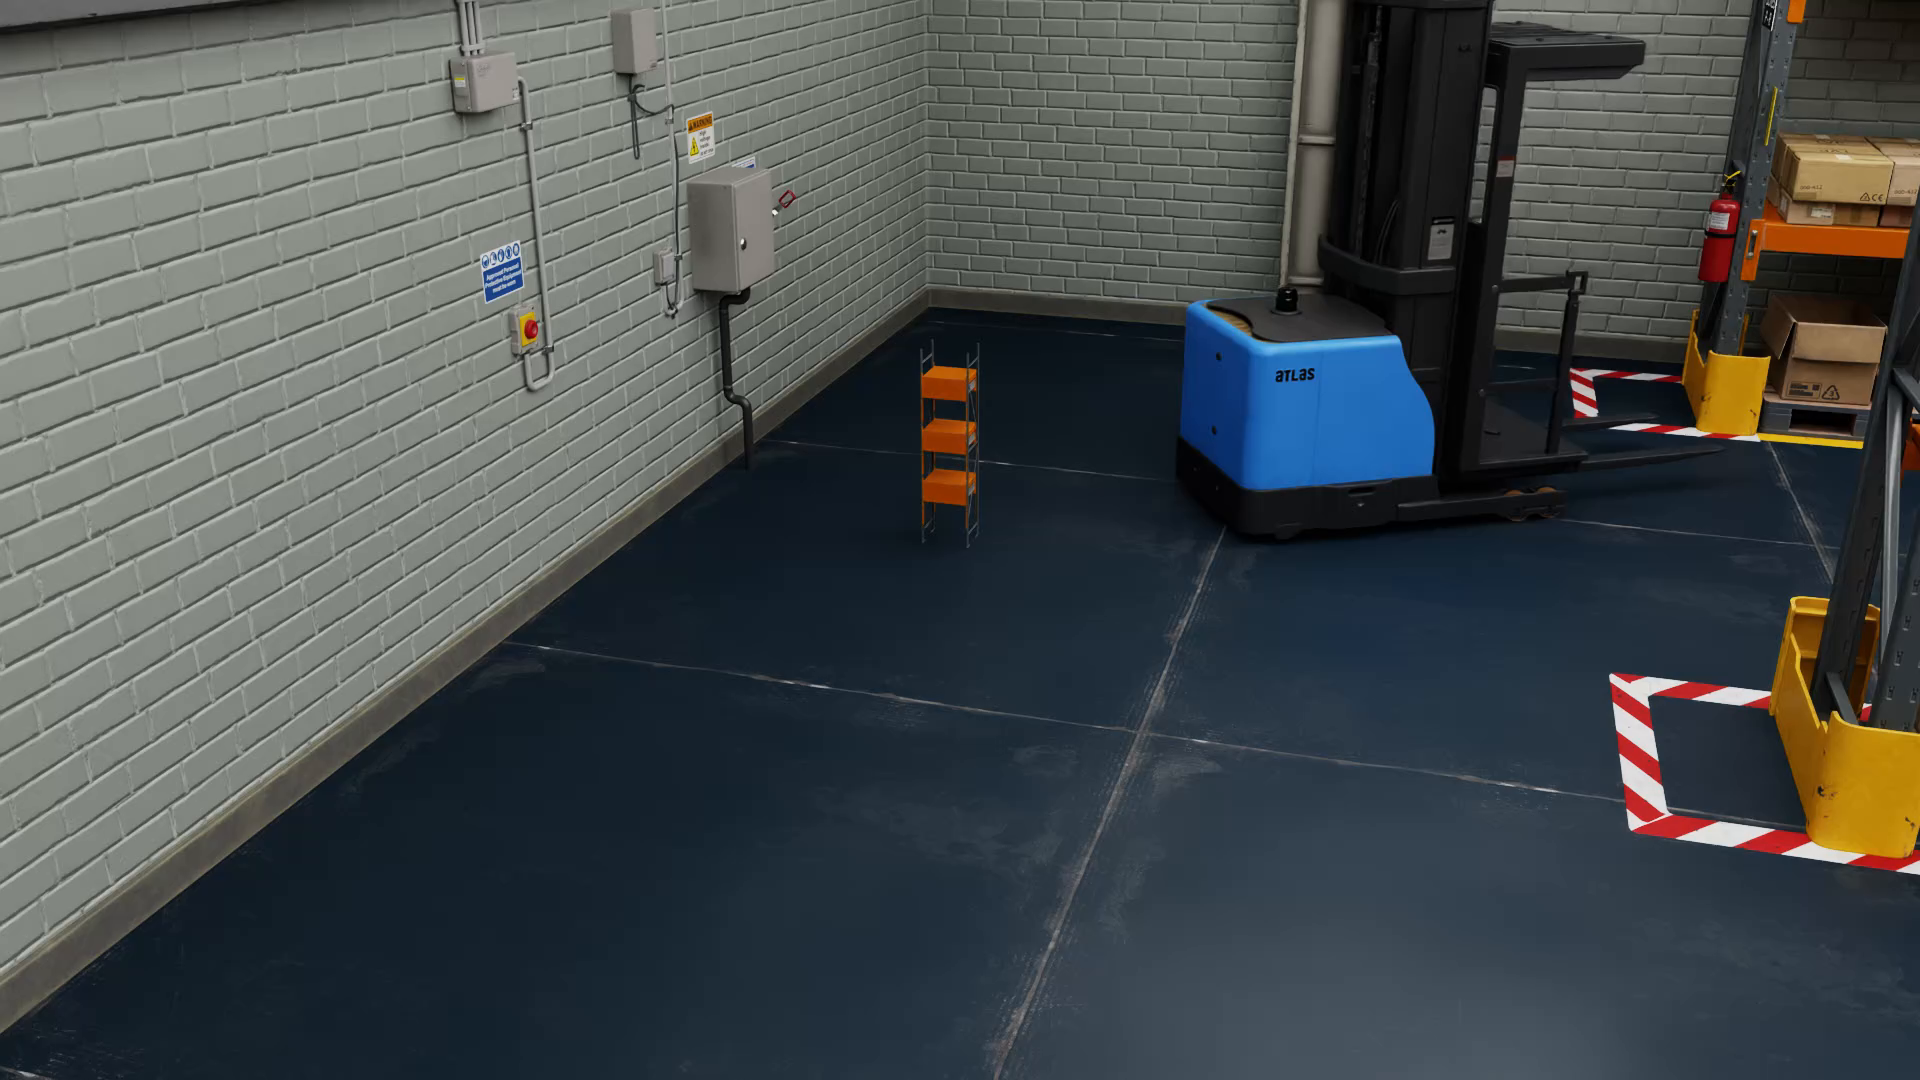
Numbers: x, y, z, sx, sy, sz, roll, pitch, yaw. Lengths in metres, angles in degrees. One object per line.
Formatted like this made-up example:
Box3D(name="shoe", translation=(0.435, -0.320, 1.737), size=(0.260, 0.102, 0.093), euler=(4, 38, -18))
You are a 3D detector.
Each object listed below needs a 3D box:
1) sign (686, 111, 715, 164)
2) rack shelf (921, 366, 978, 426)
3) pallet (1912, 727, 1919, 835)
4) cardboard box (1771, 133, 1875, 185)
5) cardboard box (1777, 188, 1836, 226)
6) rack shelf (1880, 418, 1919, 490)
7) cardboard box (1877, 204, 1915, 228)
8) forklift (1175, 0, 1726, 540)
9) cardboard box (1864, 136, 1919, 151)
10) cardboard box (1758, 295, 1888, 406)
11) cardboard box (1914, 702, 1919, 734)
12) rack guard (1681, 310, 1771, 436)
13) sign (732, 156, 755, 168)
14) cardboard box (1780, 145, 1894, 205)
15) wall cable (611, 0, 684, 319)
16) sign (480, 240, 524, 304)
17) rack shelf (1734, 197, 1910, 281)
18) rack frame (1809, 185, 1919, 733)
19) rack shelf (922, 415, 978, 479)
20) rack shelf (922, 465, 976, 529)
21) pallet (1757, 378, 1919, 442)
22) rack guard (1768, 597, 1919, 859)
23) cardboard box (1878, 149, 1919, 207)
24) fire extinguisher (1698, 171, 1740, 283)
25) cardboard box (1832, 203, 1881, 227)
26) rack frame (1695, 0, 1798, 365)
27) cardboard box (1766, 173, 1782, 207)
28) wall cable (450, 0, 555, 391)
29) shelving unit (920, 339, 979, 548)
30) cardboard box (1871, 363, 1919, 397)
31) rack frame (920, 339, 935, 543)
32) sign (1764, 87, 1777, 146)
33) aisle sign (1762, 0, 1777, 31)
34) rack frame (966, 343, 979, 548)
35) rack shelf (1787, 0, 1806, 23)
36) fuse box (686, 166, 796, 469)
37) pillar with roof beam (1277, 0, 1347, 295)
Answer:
Box3D(name="sign", translation=(-1.418, -2.205, 9.105), size=(0.001, 0.242, 0.339), euler=(7, 23, 16))
Box3D(name="rack shelf", translation=(-0.051, -0.744, 8.481), size=(0.240, 0.259, 0.215), euler=(7, 23, 16))
Box3D(name="pallet", translation=(4.243, 0.886, 6.333), size=(1.213, 0.211, 1.003), euler=(7, 23, 16))
Box3D(name="cardboard box", translation=(5.402, -2.382, 10.429), size=(0.500, 0.250, 0.500), euler=(7, 23, 17))
Box3D(name="cardboard box", translation=(5.120, -2.016, 10.062), size=(0.250, 0.149, 0.380), euler=(6, 23, 15))
Box3D(name="rack shelf", translation=(5.369, 0.088, 5.550), size=(4.000, 0.370, 1.077), euler=(7, 23, 16))
Box3D(name="cardboard box", translation=(5.639, -1.988, 9.996), size=(0.250, 0.149, 0.380), euler=(6, 23, 15))
Box3D(name="forklift", translation=(2.804, -1.645, 8.917), size=(3.031, 2.935, 1.130), euler=(-6, 23, -13))
Box3D(name="cardboard box", translation=(5.895, -2.325, 10.291), size=(0.500, 0.250, 0.500), euler=(7, 23, 16))
Box3D(name="cardboard box", translation=(5.443, -1.205, 10.492), size=(0.637, 0.503, 0.797), euler=(6, 23, 13))
Box3D(name="cardboard box", translation=(4.115, 0.564, 6.266), size=(0.875, 0.438, 0.875), euler=(6, 23, 14))
Box3D(name="rack guard", translation=(4.958, -1.103, 10.799), size=(0.348, 0.500, 1.175), euler=(7, 23, 16))
Box3D(name="sign", translation=(-1.260, -1.979, 9.766), size=(0.001, 0.494, 0.329), euler=(7, 23, 16))
Box3D(name="cardboard box", translation=(5.241, -2.188, 9.957), size=(0.500, 0.250, 0.500), euler=(7, 23, 16))
Box3D(name="wall cable", translation=(-1.552, -2.060, 8.500), size=(0.122, 1.984, 0.588), euler=(7, 23, 16))
Box3D(name="sign", translation=(-2.023, -1.187, 7.356), size=(0.001, 0.218, 0.327), euler=(7, 23, 16))
Box3D(name="rack shelf", translation=(6.800, -1.715, 9.947), size=(4.000, 0.370, 1.077), euler=(7, 23, 16))
Box3D(name="rack frame", translation=(3.455, -0.464, 5.948), size=(0.127, 3.000, 1.000), euler=(7, 23, 16))
Box3D(name="rack shelf", translation=(-0.051, -0.482, 8.589), size=(0.240, 0.259, 0.215), euler=(7, 23, 16))
Box3D(name="rack shelf", translation=(-0.051, -0.225, 8.695), size=(0.240, 0.259, 0.215), euler=(7, 23, 16))
Box3D(name="pallet", translation=(5.721, -0.882, 10.642), size=(1.213, 0.211, 1.003), euler=(7, 23, 16))
Box3D(name="rack guard", translation=(3.432, 0.690, 6.429), size=(0.348, 0.500, 1.175), euler=(7, 23, 16))
Box3D(name="cardboard box", translation=(5.724, -2.133, 9.823), size=(0.500, 0.250, 0.500), euler=(7, 23, 16))
Box3D(name="fire extinguisher", translation=(4.611, -1.907, 10.061), size=(0.183, 0.674, 0.296), euler=(7, 23, 16))
Box3D(name="cardboard box", translation=(5.377, -2.004, 10.035), size=(0.250, 0.149, 0.380), euler=(7, 23, 17))
Box3D(name="rack frame", translation=(4.885, -2.267, 10.345), size=(0.127, 3.000, 1.000), euler=(7, 23, 16))
Box3D(name="cardboard box", translation=(5.280, -2.212, 10.542), size=(0.250, 0.149, 0.380), euler=(6, 23, 15))
Box3D(name="wall cable", translation=(-1.950, -1.558, 7.235), size=(0.123, 1.953, 0.585), euler=(7, 23, 16))
Box3D(name="shelving unit", translation=(-0.051, -0.492, 8.585), size=(0.252, 1.050, 0.215), euler=(7, 23, 16))
Box3D(name="cardboard box", translation=(5.839, -0.981, 10.411), size=(0.250, 0.149, 0.380), euler=(6, 23, 13))
Box3D(name="rack frame", translation=(-0.168, -0.505, 8.618), size=(0.008, 1.050, 0.200), euler=(7, 23, 16))
Box3D(name="sign", translation=(4.728, -2.471, 9.700), size=(0.005, 0.325, 0.100), euler=(7, 23, 16))
Box3D(name="aisle sign", translation=(4.735, -3.371, 9.610), size=(0.004, 0.787, 0.394), euler=(7, 23, 16))
Box3D(name="rack frame", translation=(0.066, -0.478, 8.552), size=(0.008, 1.050, 0.200), euler=(7, 23, 16))
Box3D(name="rack shelf", translation=(6.800, -3.103, 9.378), size=(4.000, 0.370, 1.077), euler=(7, 23, 16))
Box3D(name="fuse box", translation=(-1.204, -1.224, 9.500), size=(0.414, 1.711, 0.539), euler=(7, 23, 16))
Box3D(name="pillar with roof beam", translation=(1.320, -4.102, 6.913), size=(0.400, 9.000, 9.100), euler=(7, 23, 16))
